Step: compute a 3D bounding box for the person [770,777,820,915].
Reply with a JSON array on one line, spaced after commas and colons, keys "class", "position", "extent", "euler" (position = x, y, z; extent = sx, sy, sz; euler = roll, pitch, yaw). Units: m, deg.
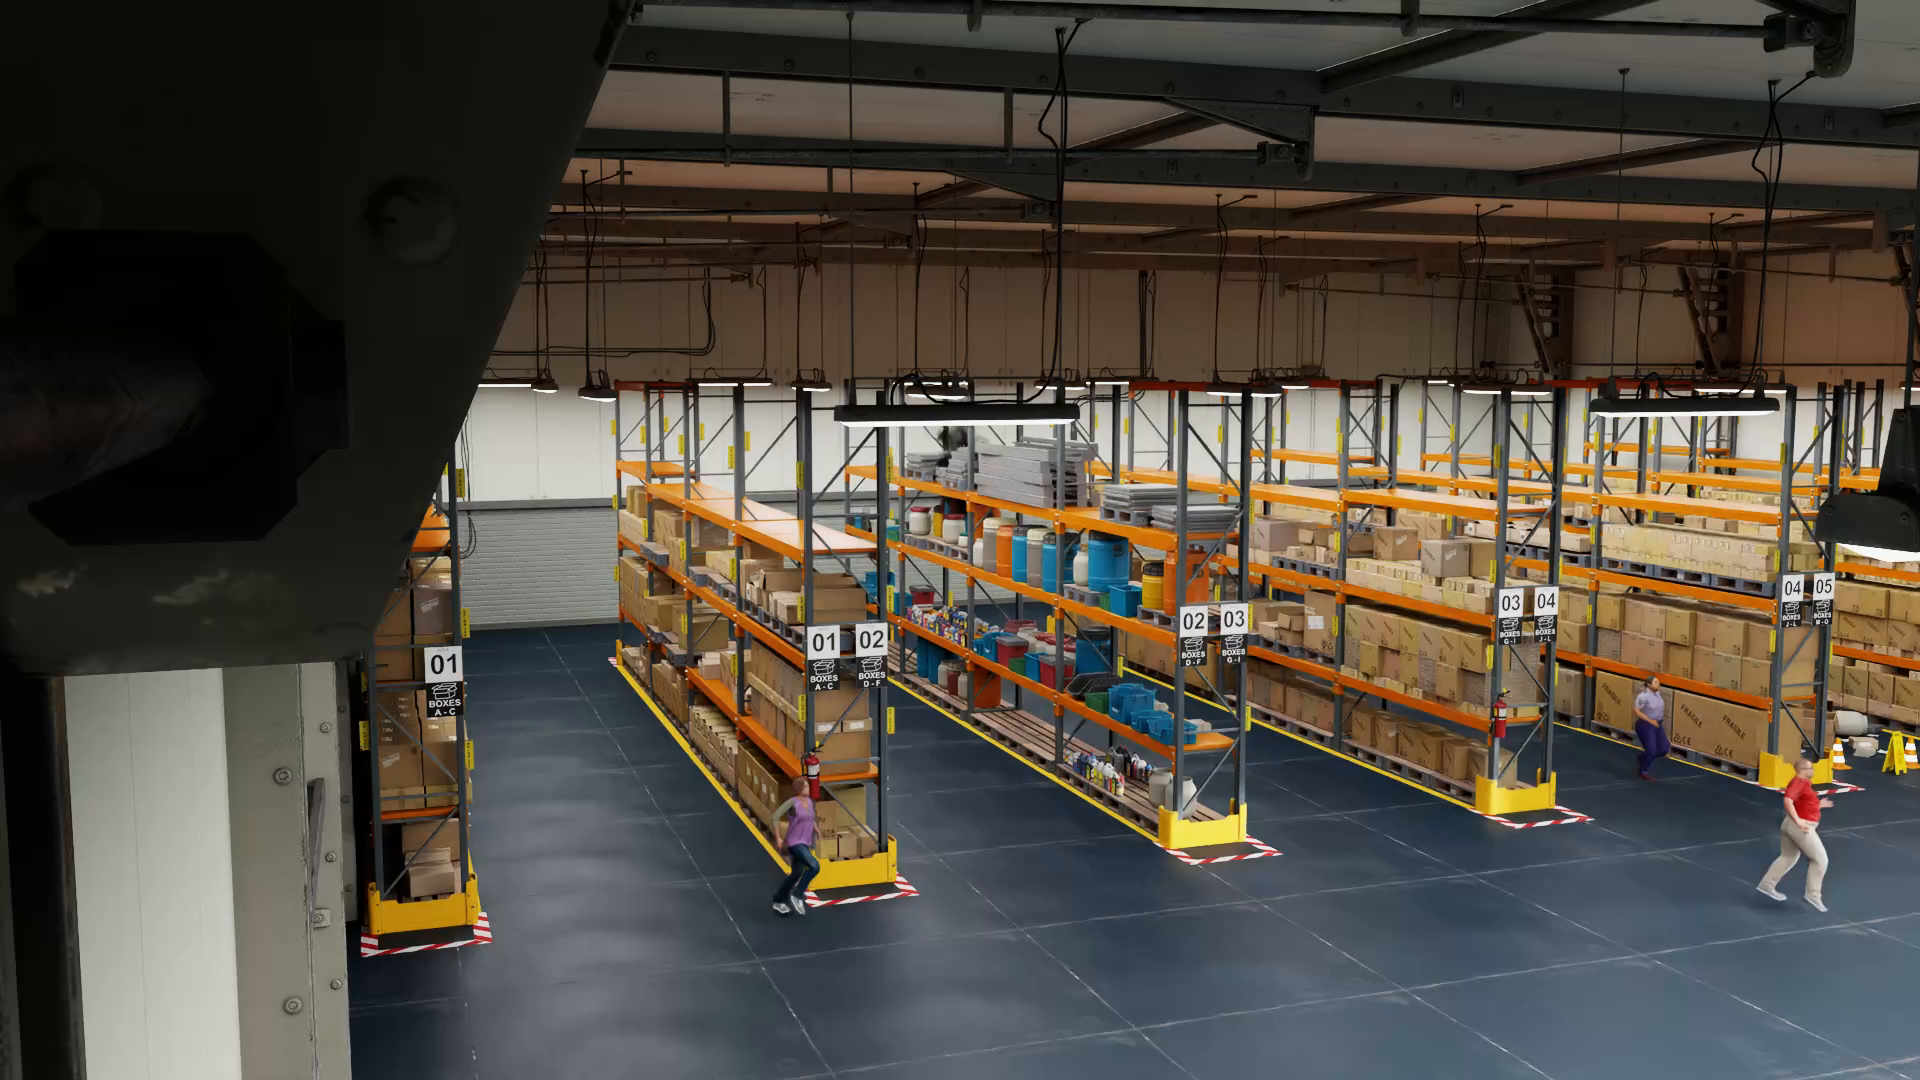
[{"class": "person", "position": [-1.841, 3.518, 19.203], "extent": [0.608, 1.536, 0.532], "euler": [3, 7, 26]}]

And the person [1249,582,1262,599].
[{"class": "person", "position": [7.320, 1.106, 41.512], "extent": [0.550, 1.679, 0.757], "euler": [2, 6, 17]}]

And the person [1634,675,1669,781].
[{"class": "person", "position": [10.512, 2.857, 25.359], "extent": [0.623, 1.615, 0.547], "euler": [-4, 7, -32]}]

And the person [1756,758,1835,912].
[{"class": "person", "position": [9.783, 3.438, 19.415], "extent": [0.813, 1.802, 0.642], "euler": [1, 6, 9]}]
